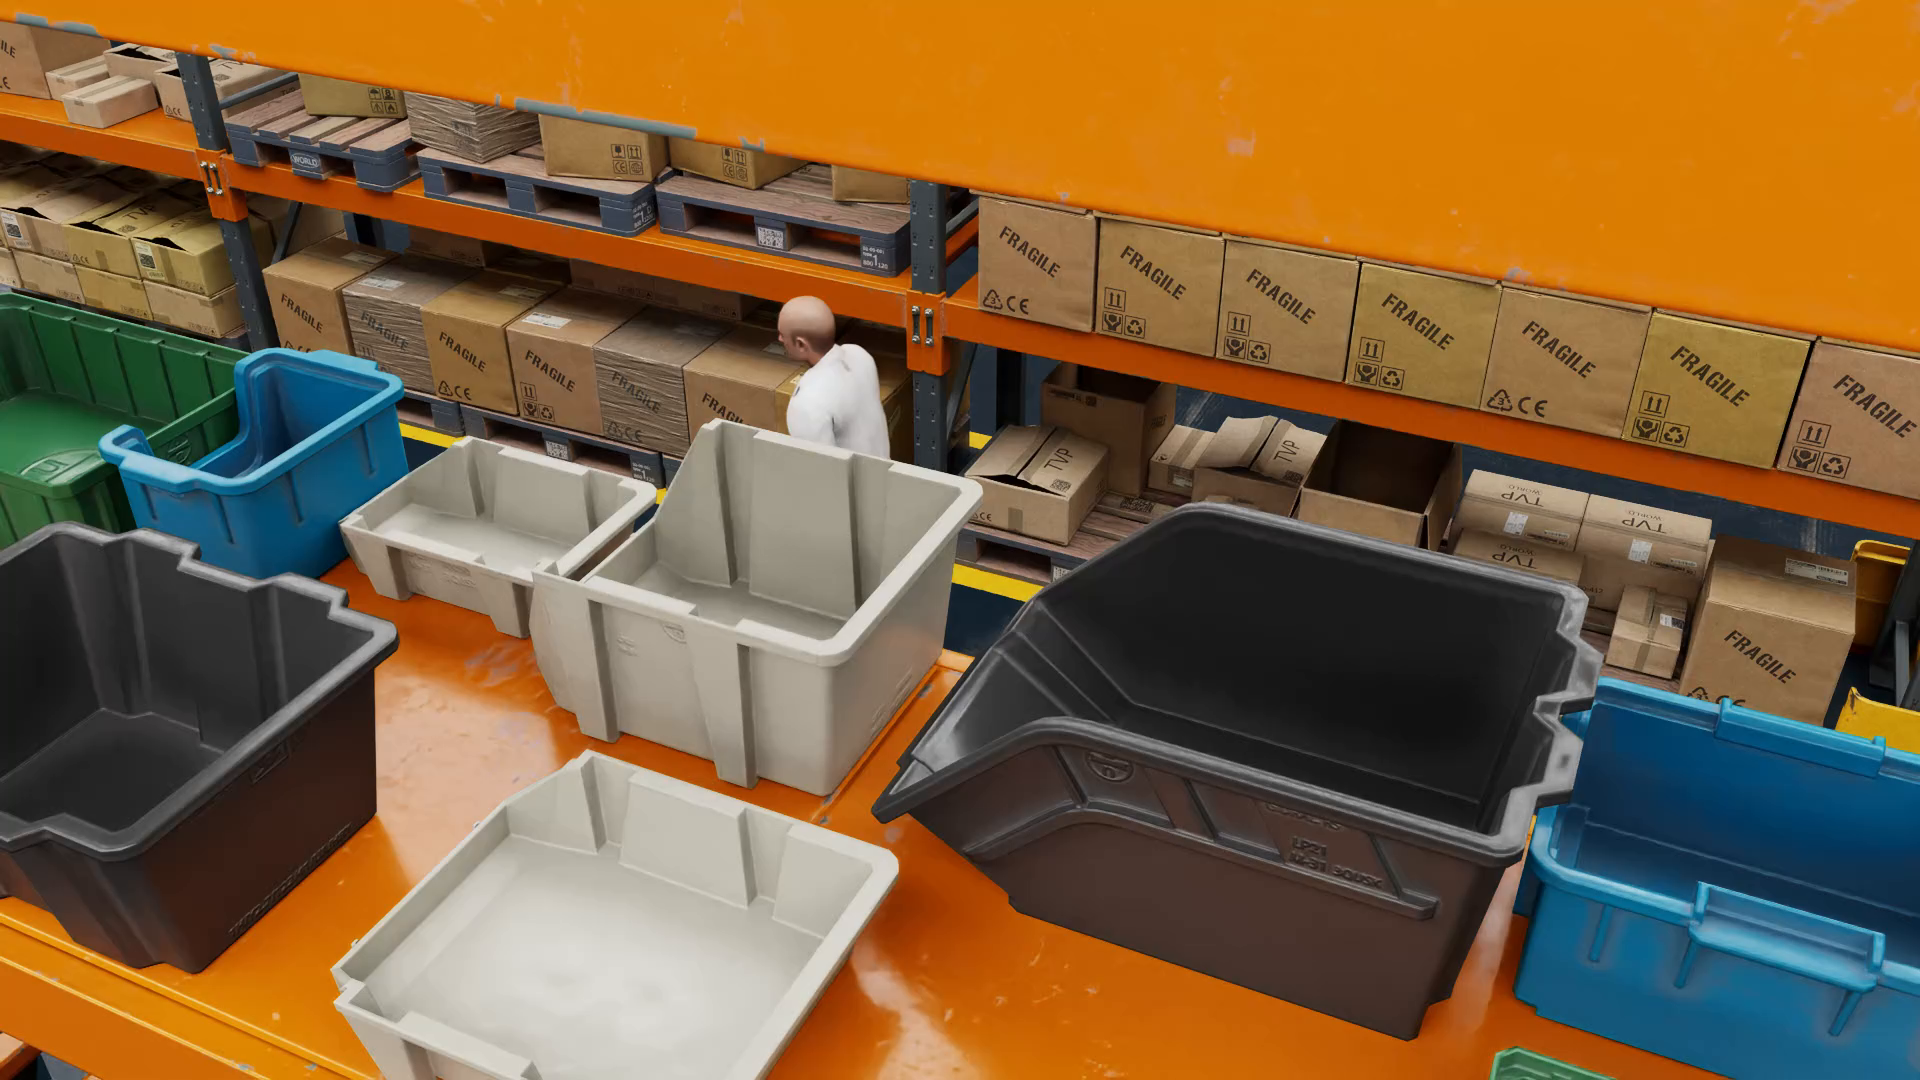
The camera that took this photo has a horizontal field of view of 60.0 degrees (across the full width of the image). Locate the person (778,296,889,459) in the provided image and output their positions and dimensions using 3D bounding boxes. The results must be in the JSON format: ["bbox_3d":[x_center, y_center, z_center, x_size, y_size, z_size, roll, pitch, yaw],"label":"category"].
[{"bbox_3d":[-0.486,-0.111,6.325,0.429,1.773,0.649,12,35,18],"label":"person"}]
